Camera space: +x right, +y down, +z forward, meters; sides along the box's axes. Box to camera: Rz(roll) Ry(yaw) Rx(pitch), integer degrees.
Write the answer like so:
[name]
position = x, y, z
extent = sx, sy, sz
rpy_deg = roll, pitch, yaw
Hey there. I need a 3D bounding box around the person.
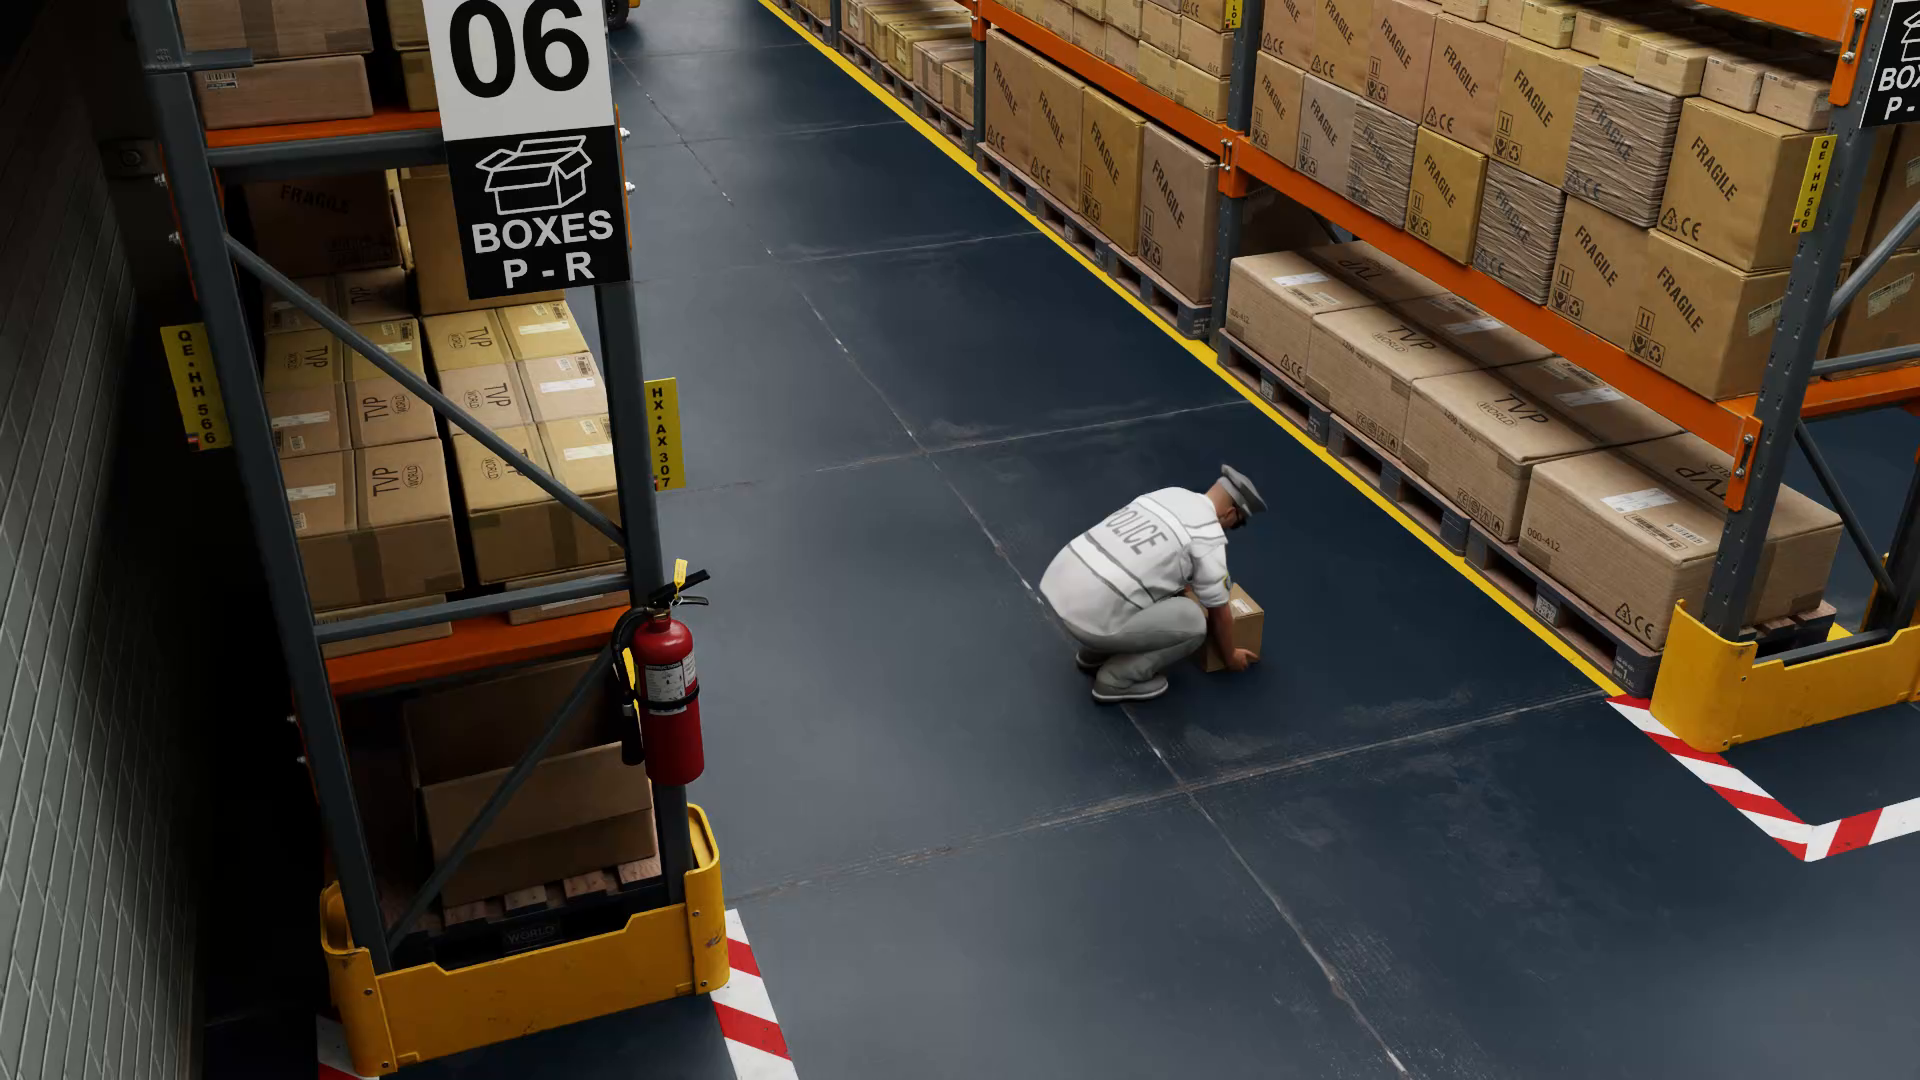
[person]
position = 0.806, 0.191, 6.767
extent = 0.974, 0.899, 0.546
rpy_deg = -11, 31, -18
